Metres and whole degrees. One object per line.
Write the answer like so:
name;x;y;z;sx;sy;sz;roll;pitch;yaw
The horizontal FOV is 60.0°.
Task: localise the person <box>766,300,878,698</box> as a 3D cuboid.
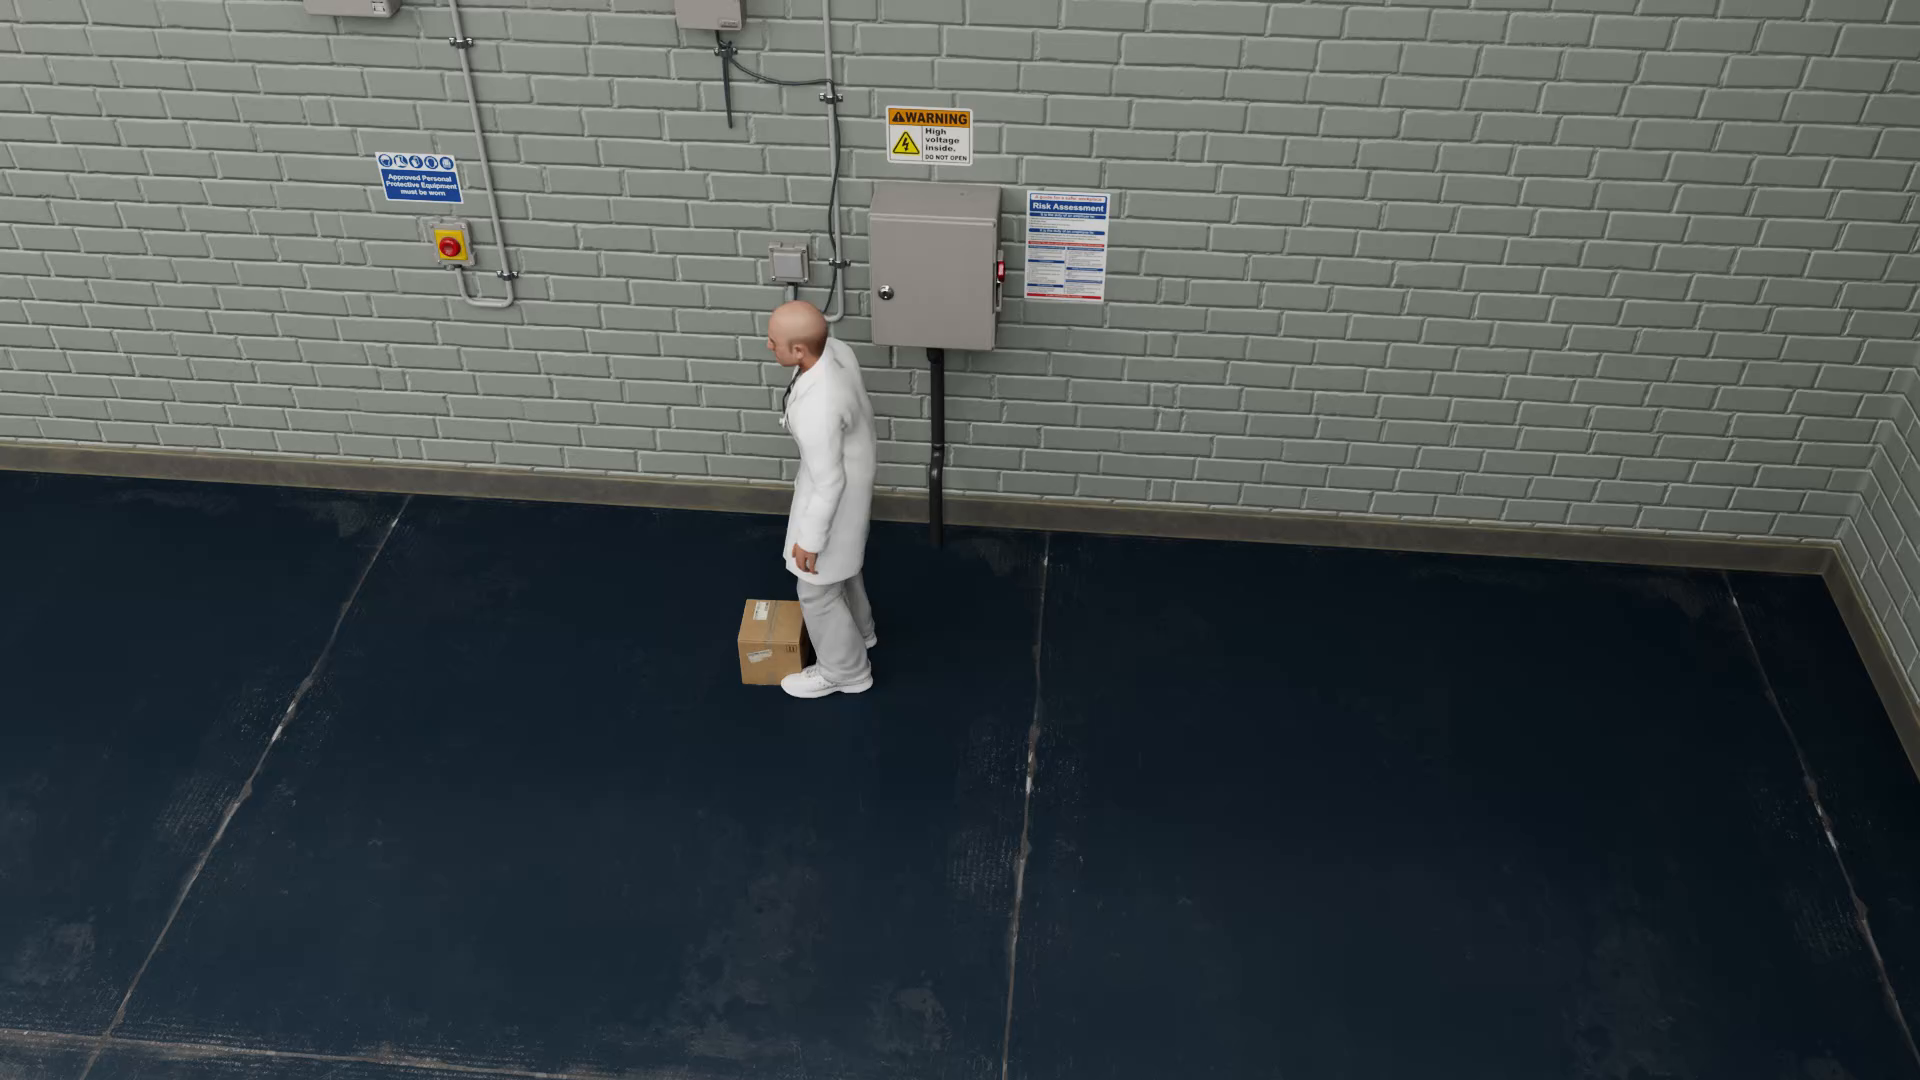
person;-0.516;-0.147;6.346;0.417;1.774;0.656;2;40;2
